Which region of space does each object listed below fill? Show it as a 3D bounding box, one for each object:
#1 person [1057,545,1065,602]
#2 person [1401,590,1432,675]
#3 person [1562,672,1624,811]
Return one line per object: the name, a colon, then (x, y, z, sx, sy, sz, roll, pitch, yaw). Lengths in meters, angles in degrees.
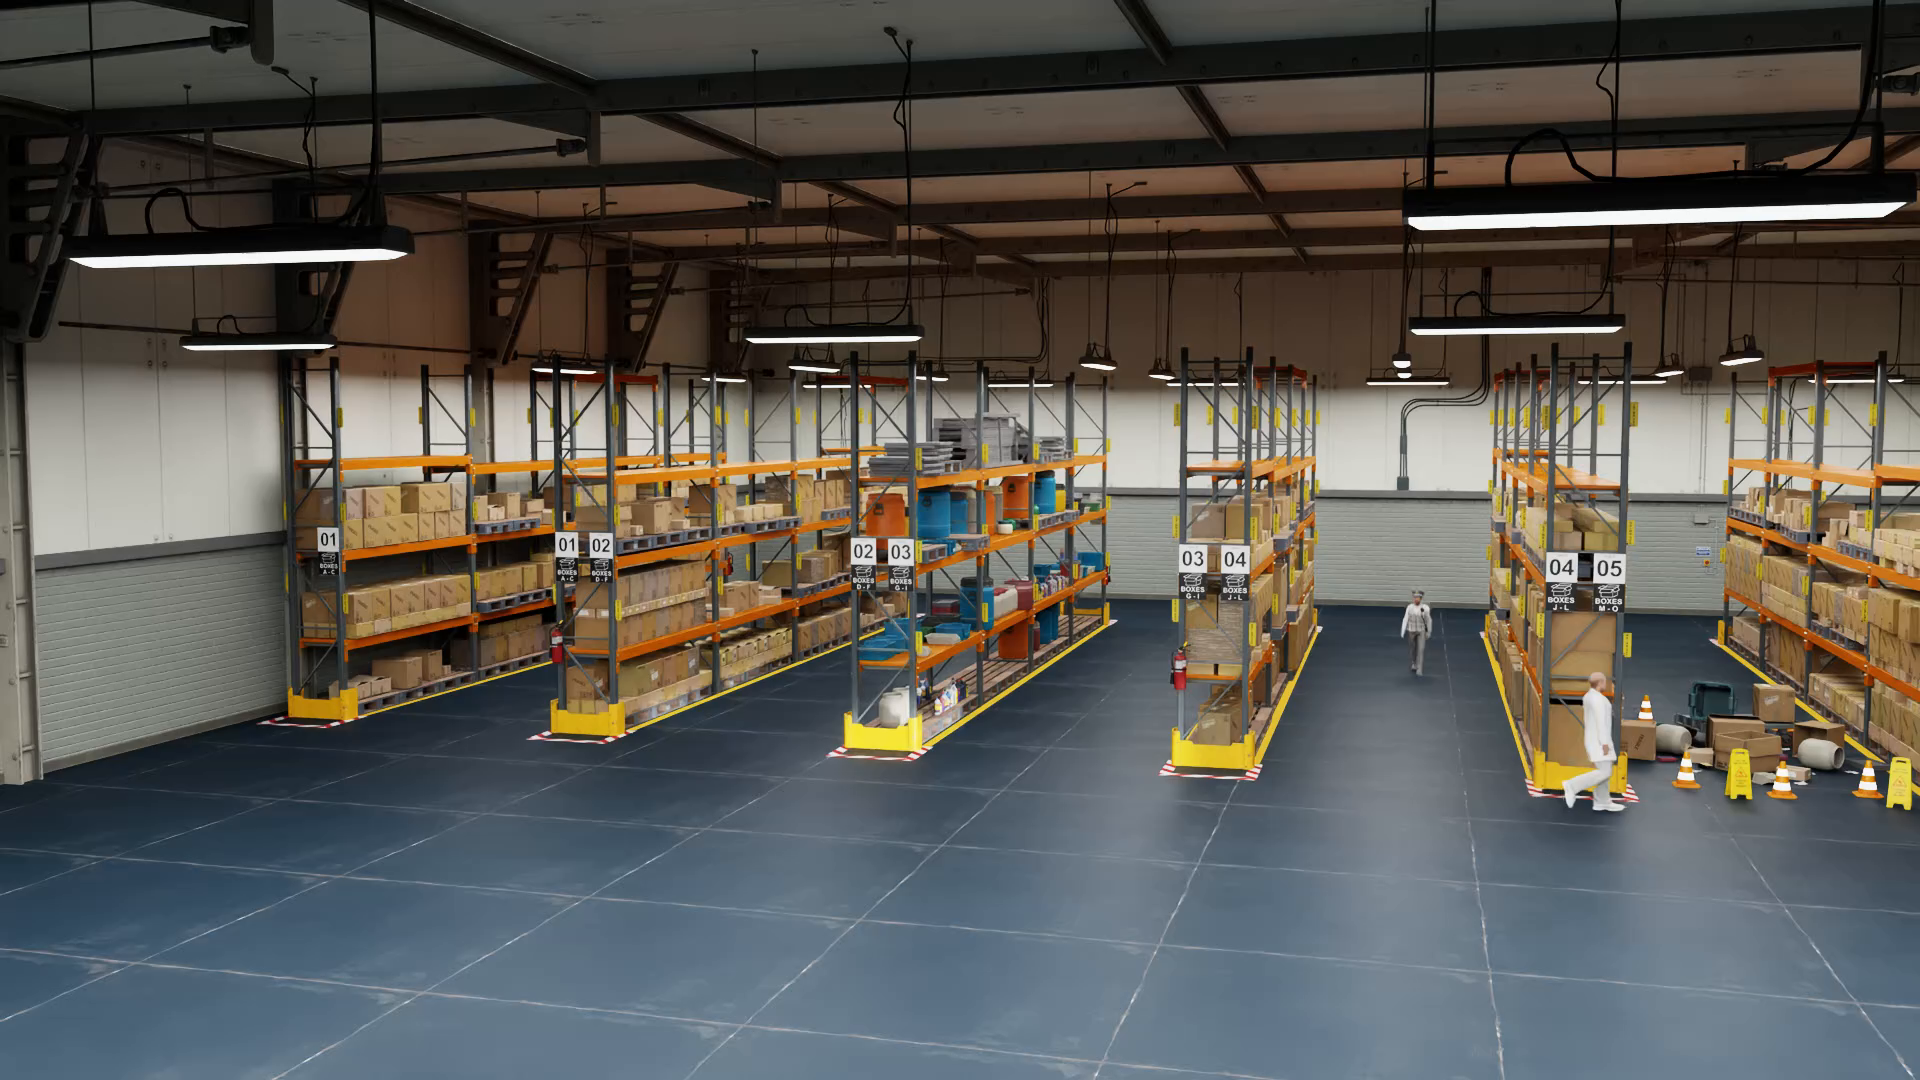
person: (2.698, 0.977, 43.606, 0.439, 1.688, 0.501, -1, 4, -10)
person: (8.928, 1.778, 32.489, 0.569, 1.615, 1.034, 1, 4, 18)
person: (8.024, 2.555, 21.041, 0.785, 1.767, 0.617, 1, 4, 9)
